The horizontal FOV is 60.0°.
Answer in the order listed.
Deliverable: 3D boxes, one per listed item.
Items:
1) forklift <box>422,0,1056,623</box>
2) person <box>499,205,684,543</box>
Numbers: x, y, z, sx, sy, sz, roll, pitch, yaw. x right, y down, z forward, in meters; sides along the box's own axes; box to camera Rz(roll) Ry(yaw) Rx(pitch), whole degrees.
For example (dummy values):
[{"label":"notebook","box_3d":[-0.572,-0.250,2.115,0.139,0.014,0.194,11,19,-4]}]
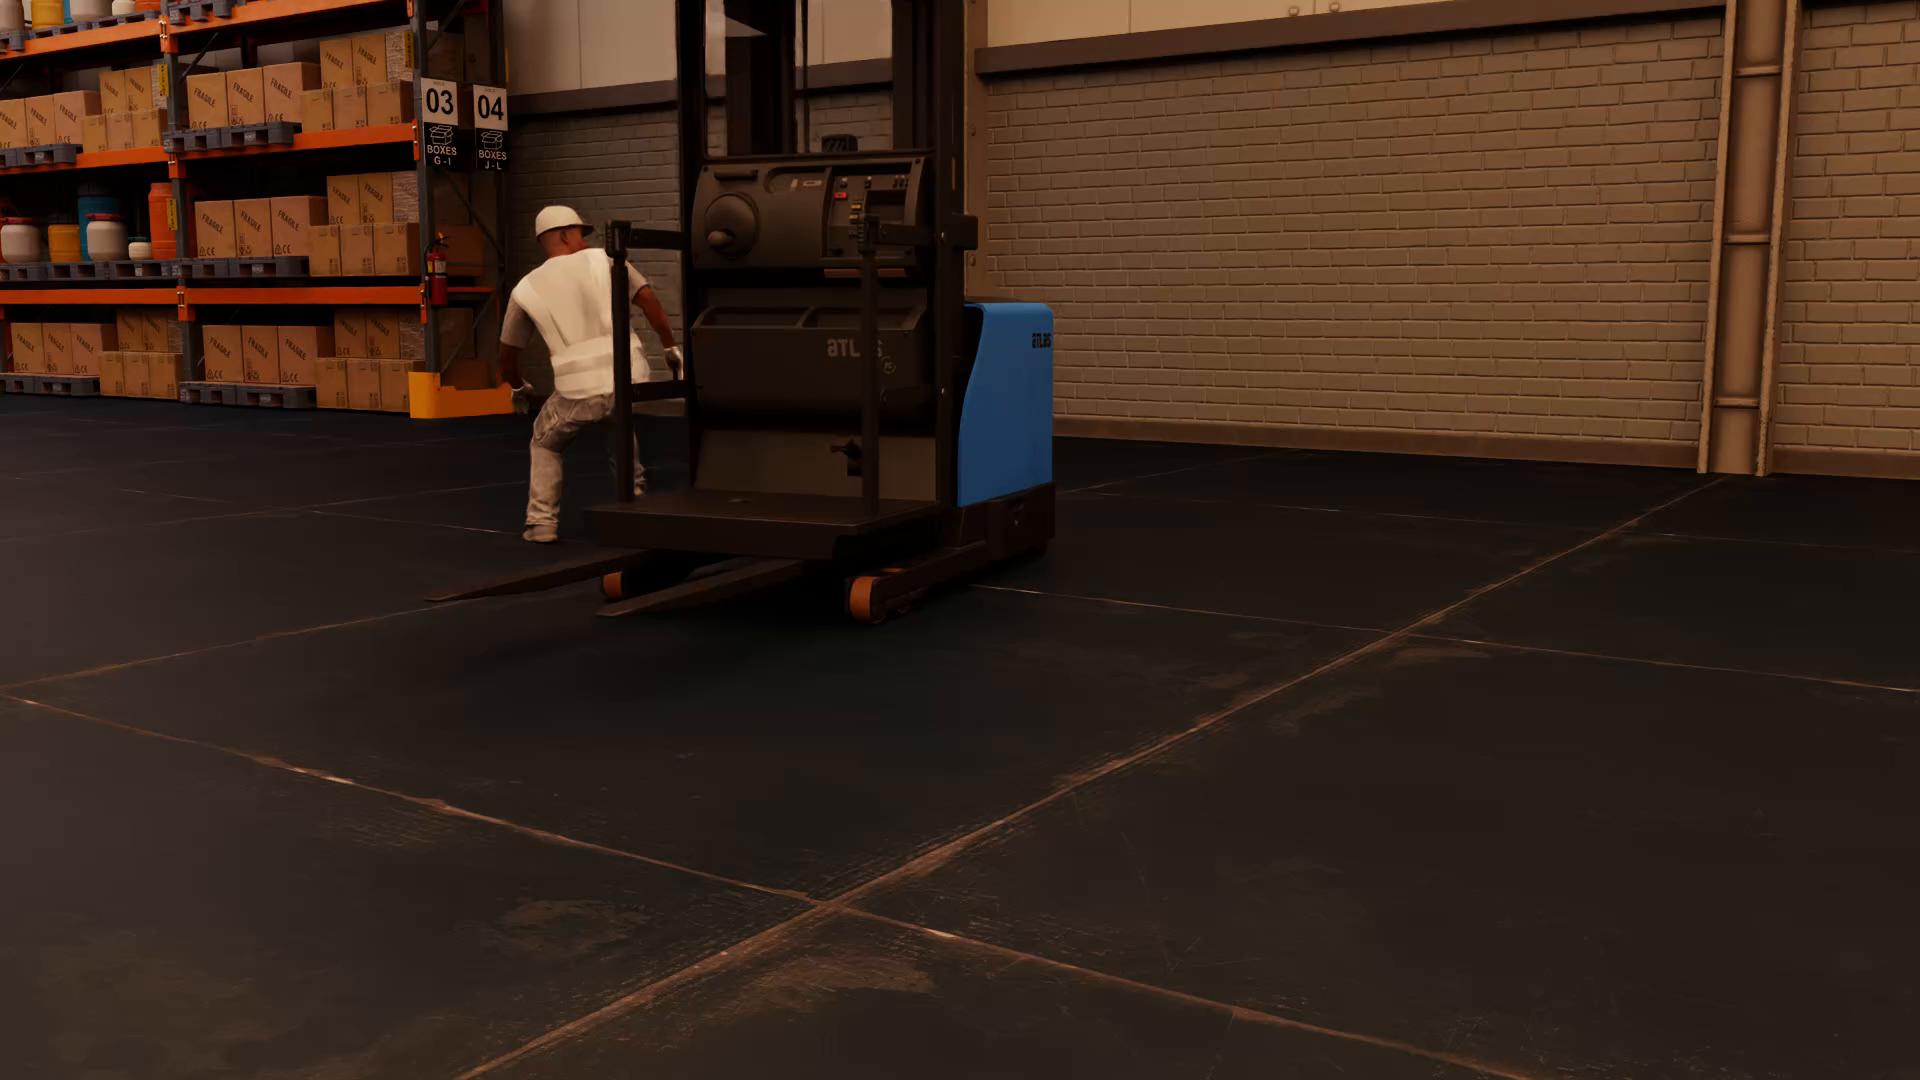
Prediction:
[{"label":"forklift","box_3d":[-0.647,-1.237,5.888,1.130,2.935,3.031,4,9,24]},{"label":"person","box_3d":[-1.706,-0.768,7.703,0.822,1.540,0.719,-3,9,-20]}]
